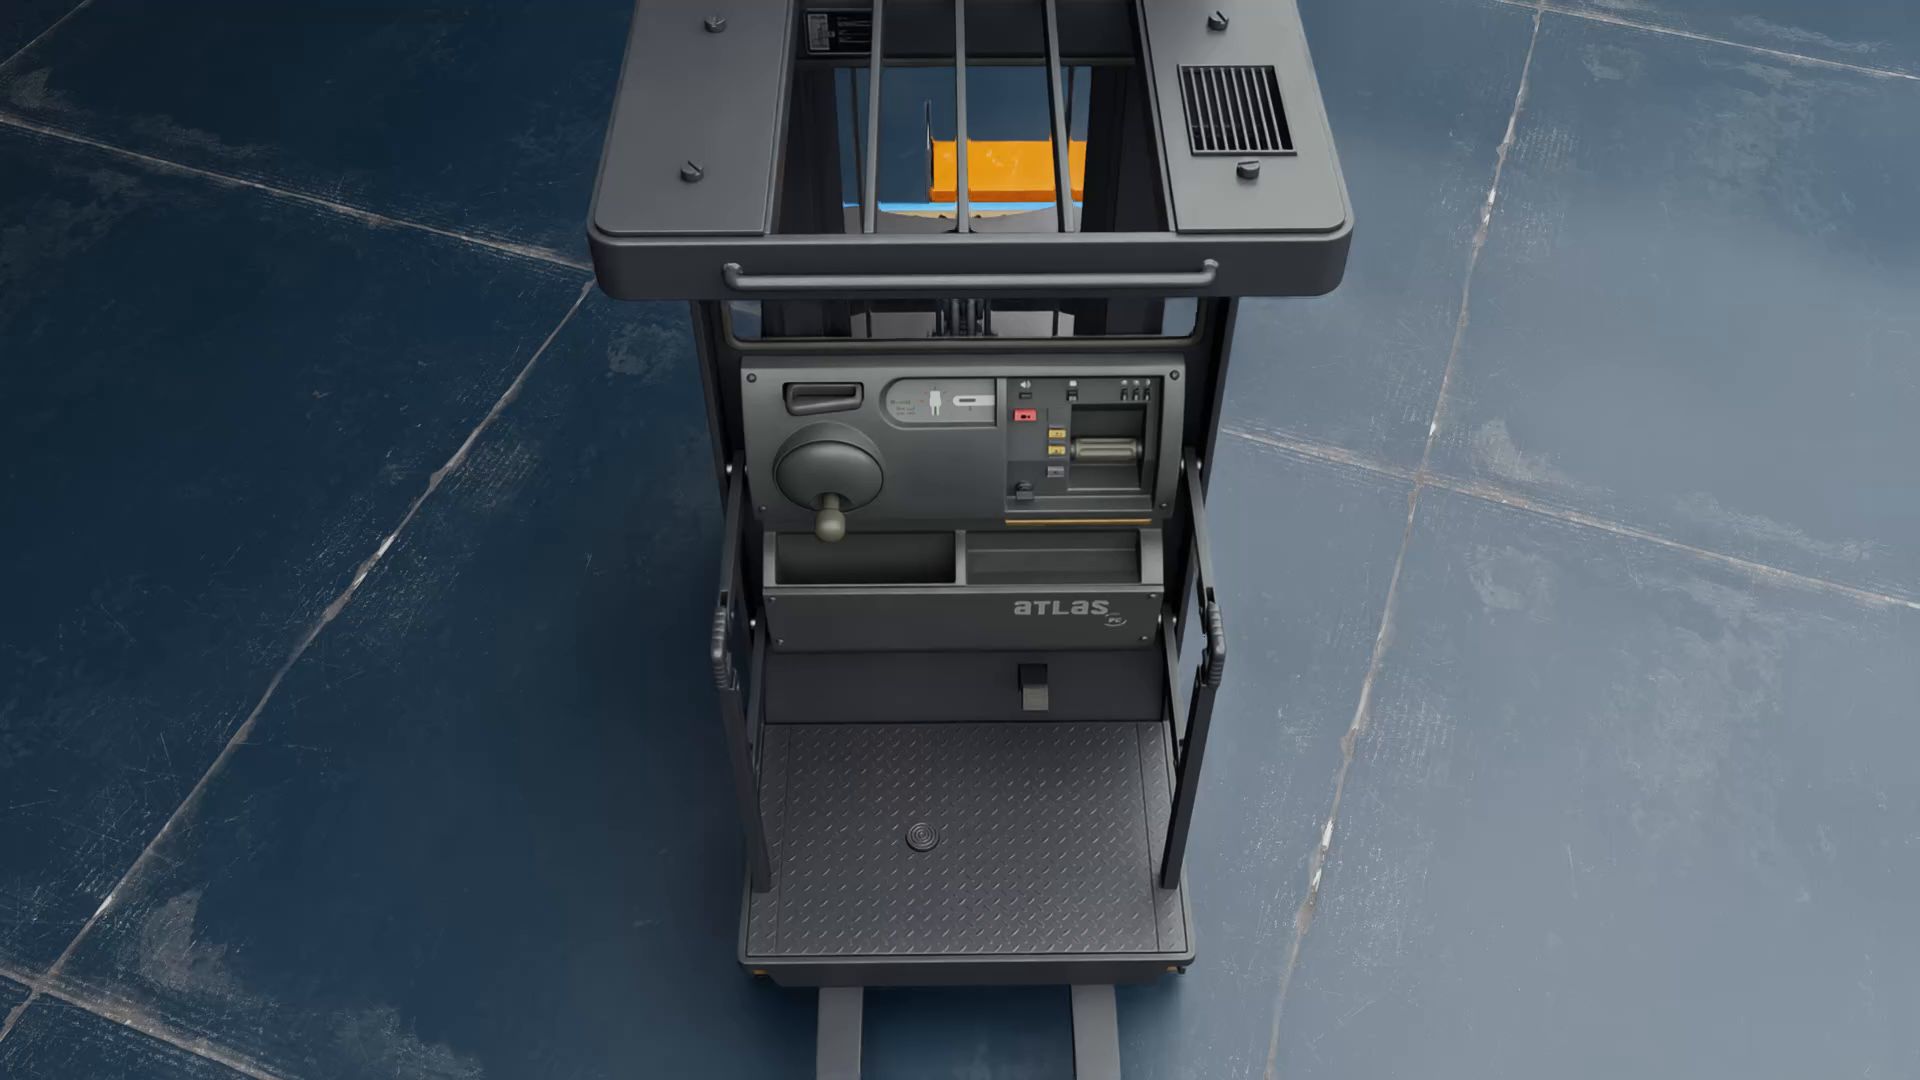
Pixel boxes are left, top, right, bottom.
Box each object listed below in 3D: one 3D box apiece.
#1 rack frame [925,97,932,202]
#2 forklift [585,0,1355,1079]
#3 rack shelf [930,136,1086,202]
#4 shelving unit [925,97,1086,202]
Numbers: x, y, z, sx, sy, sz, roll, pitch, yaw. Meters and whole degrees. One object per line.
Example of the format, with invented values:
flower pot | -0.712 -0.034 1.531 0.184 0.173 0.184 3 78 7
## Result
rack frame | -0.091 -0.783 5.134 0.015 1.200 0.240 0 49 0
forklift | 0.011 -0.093 3.391 1.130 2.935 3.031 0 49 0
rack shelf | 0.153 -1.043 4.839 0.480 0.148 0.258 0 49 0
shelving unit | 0.153 -0.784 5.136 0.503 1.200 0.258 0 49 0
